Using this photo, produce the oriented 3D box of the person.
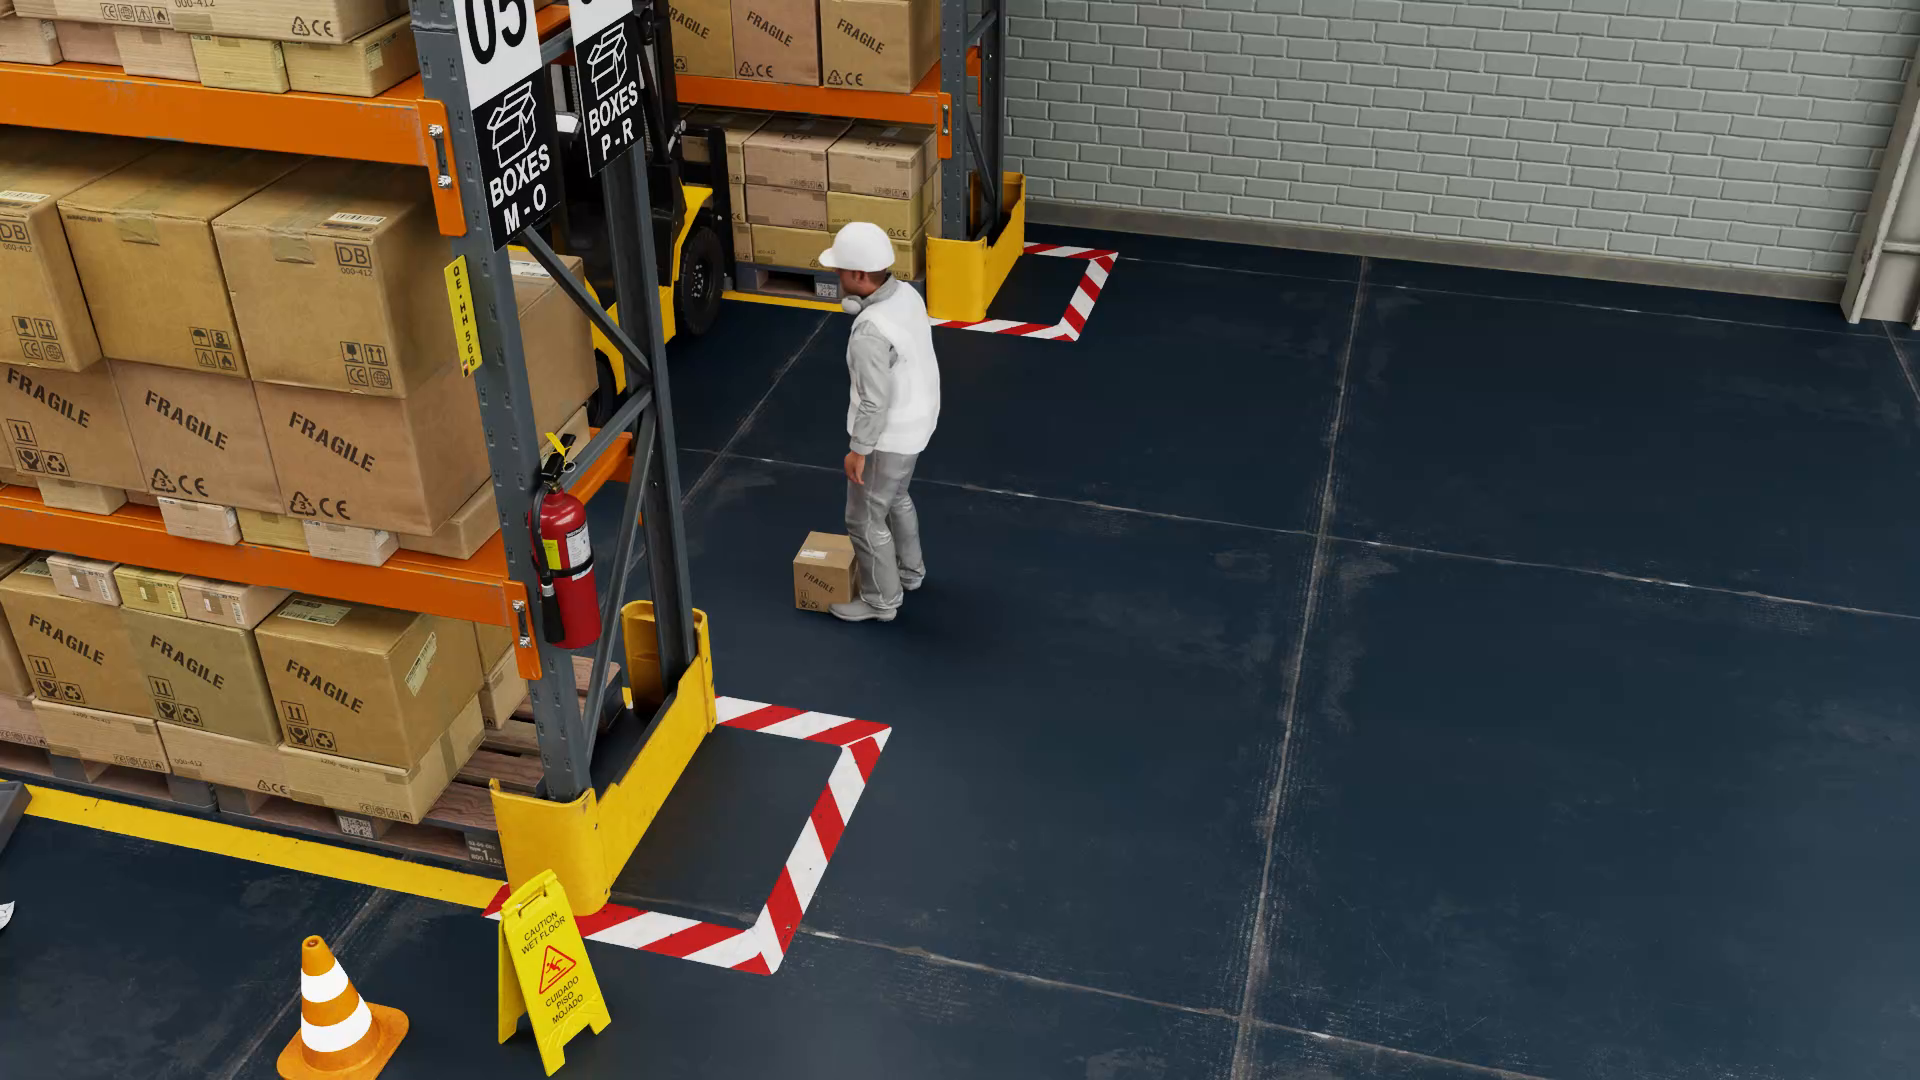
[{"bbox_3d":[-0.316,-0.466,6.842,0.462,1.772,0.581,8,34,13],"label":"person"}]
